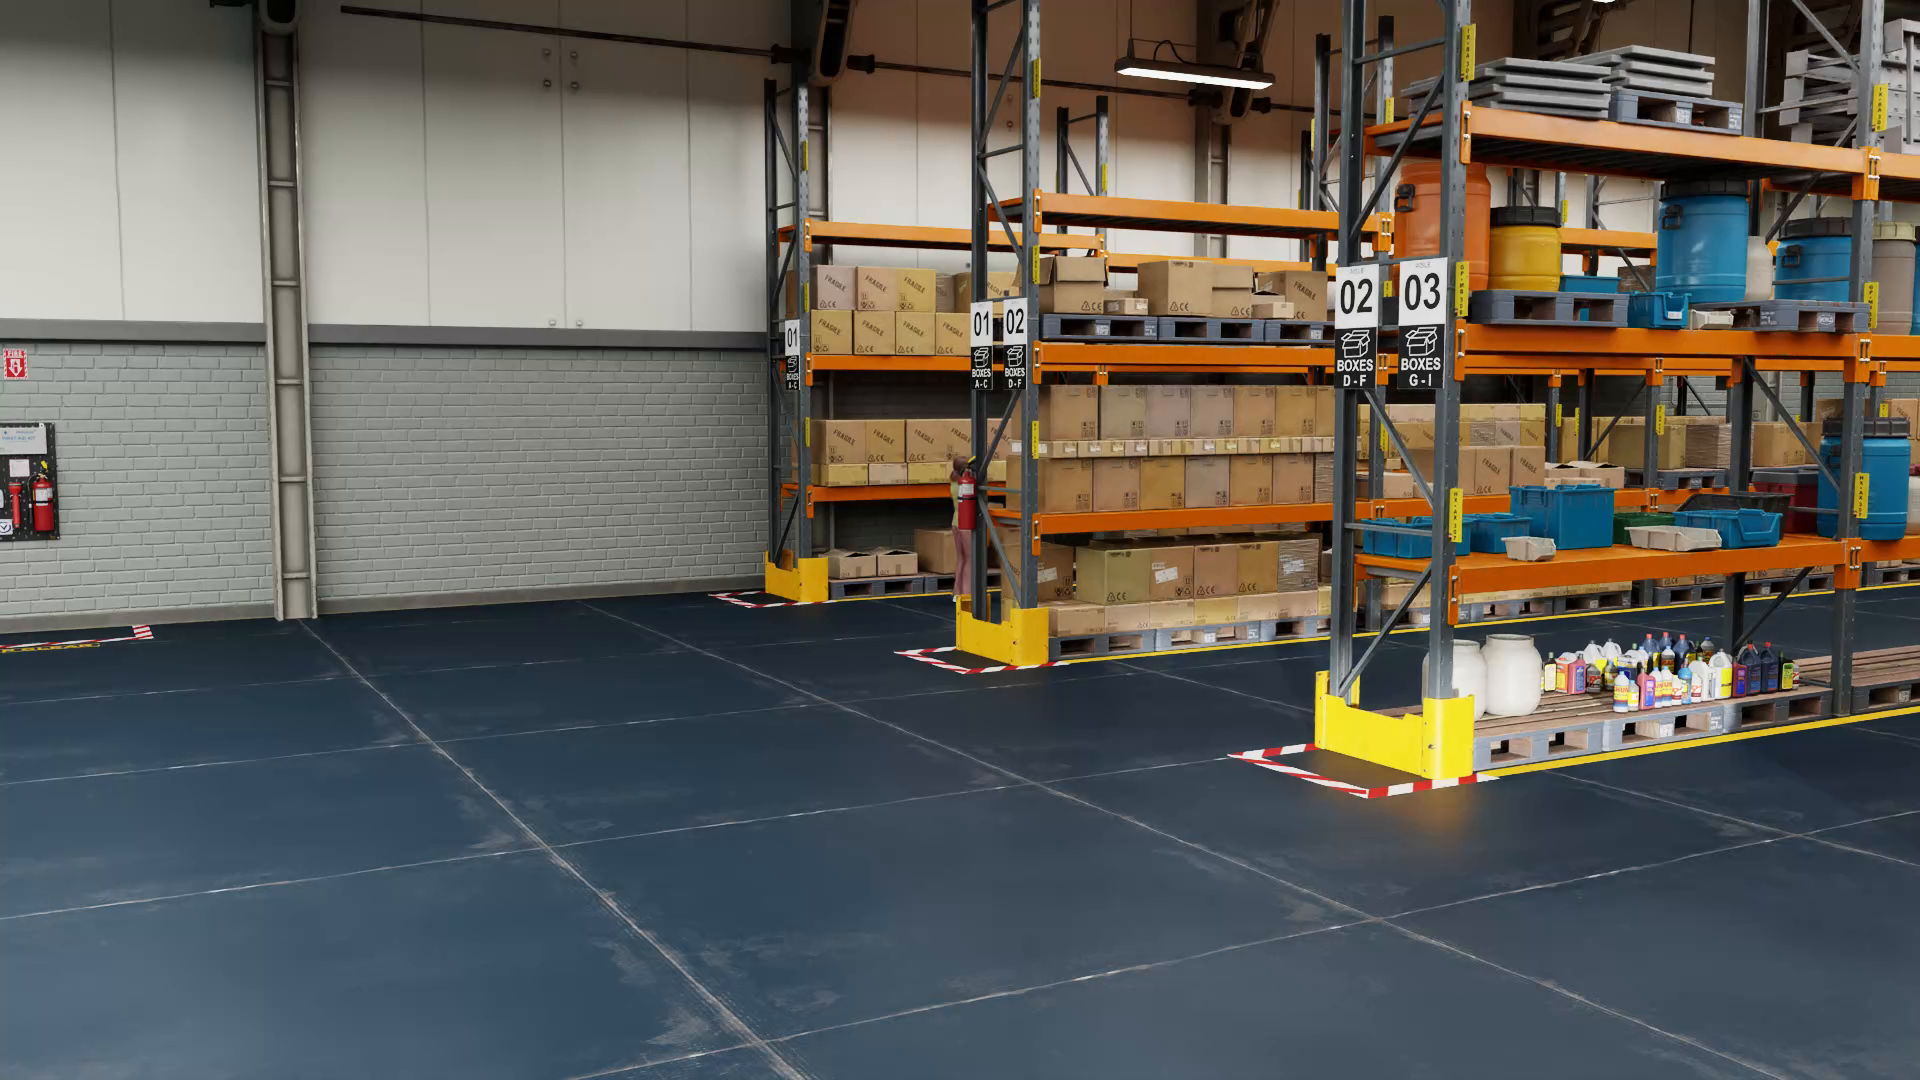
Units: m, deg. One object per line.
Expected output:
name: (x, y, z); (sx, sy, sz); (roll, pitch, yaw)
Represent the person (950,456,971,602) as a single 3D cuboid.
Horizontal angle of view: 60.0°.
person: (0.133, -0.115, 18.823); (0.551, 1.667, 0.424); (-3, 6, -28)
